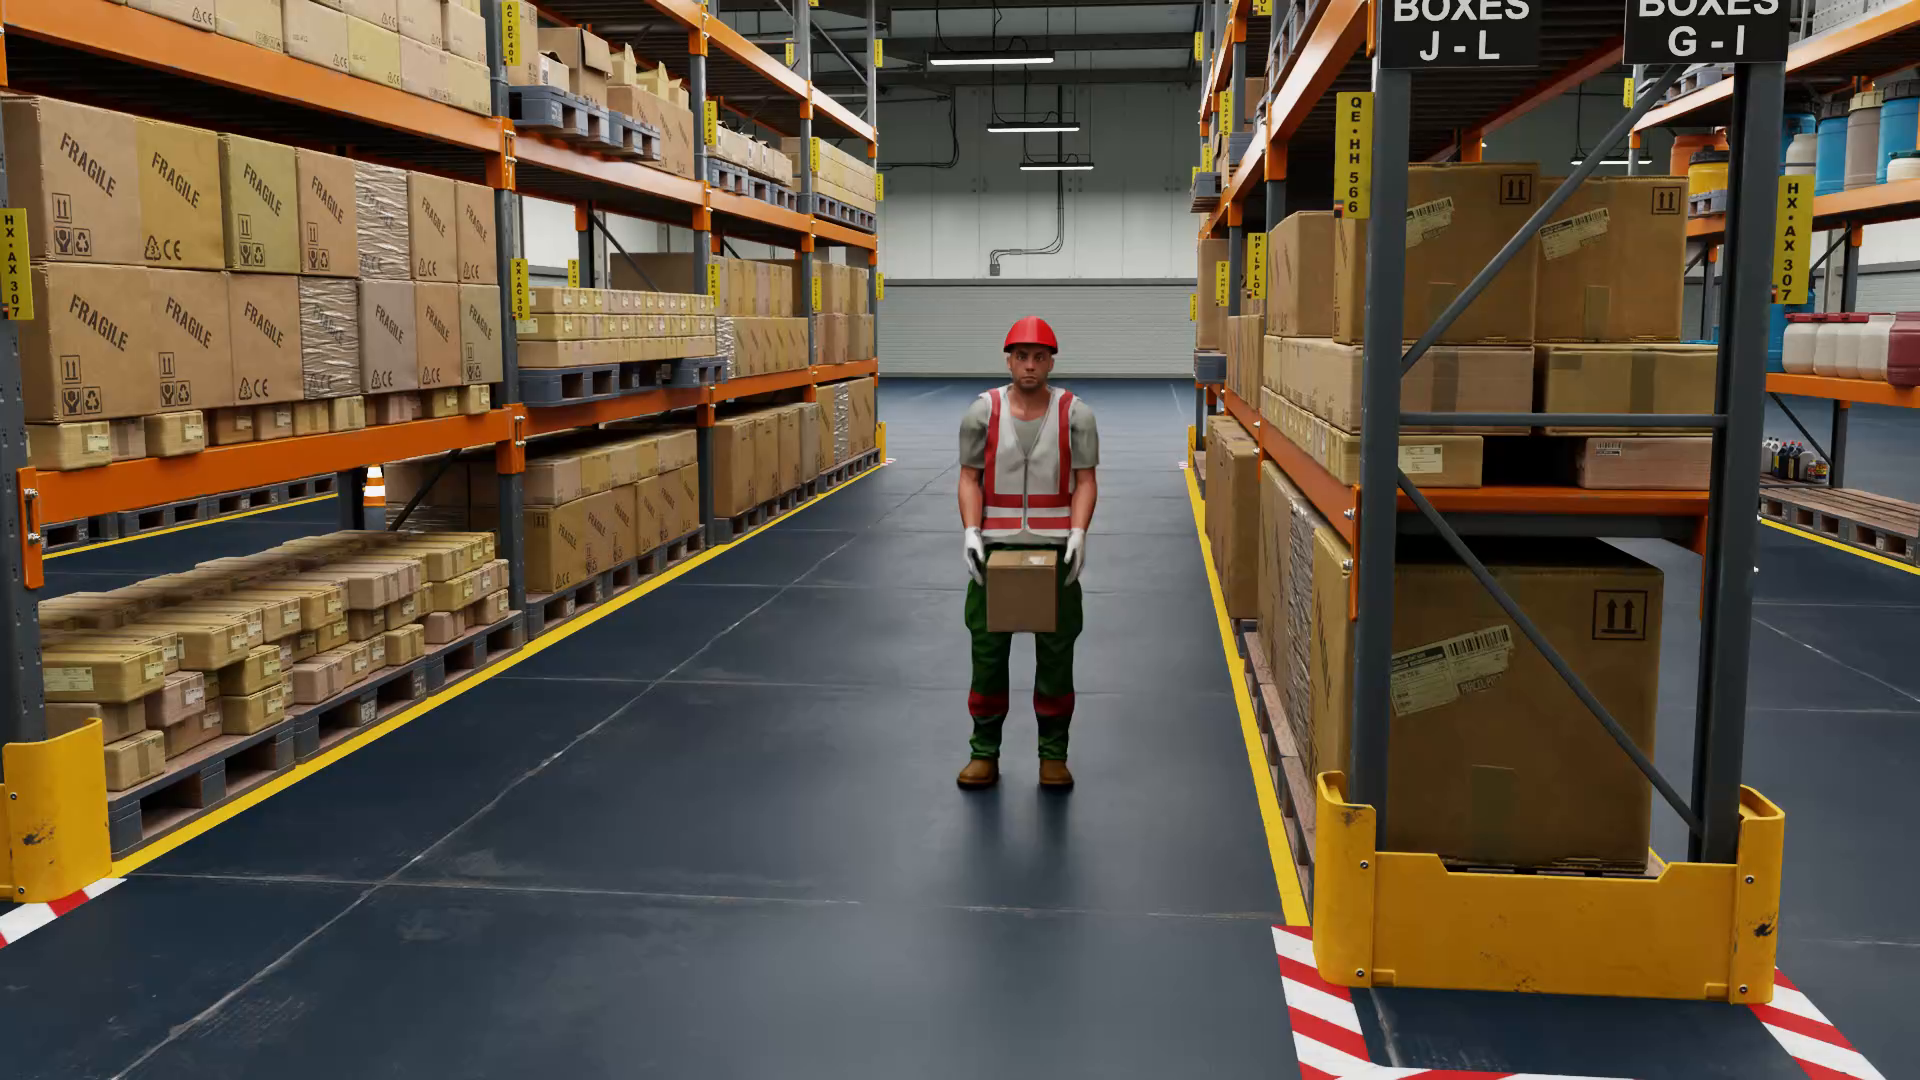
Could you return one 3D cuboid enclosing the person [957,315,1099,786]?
[{"bbox_3d":[4.137,-0.621,11.411,7.342,1.791,11.342,1,8,5],"label":"person"}]
